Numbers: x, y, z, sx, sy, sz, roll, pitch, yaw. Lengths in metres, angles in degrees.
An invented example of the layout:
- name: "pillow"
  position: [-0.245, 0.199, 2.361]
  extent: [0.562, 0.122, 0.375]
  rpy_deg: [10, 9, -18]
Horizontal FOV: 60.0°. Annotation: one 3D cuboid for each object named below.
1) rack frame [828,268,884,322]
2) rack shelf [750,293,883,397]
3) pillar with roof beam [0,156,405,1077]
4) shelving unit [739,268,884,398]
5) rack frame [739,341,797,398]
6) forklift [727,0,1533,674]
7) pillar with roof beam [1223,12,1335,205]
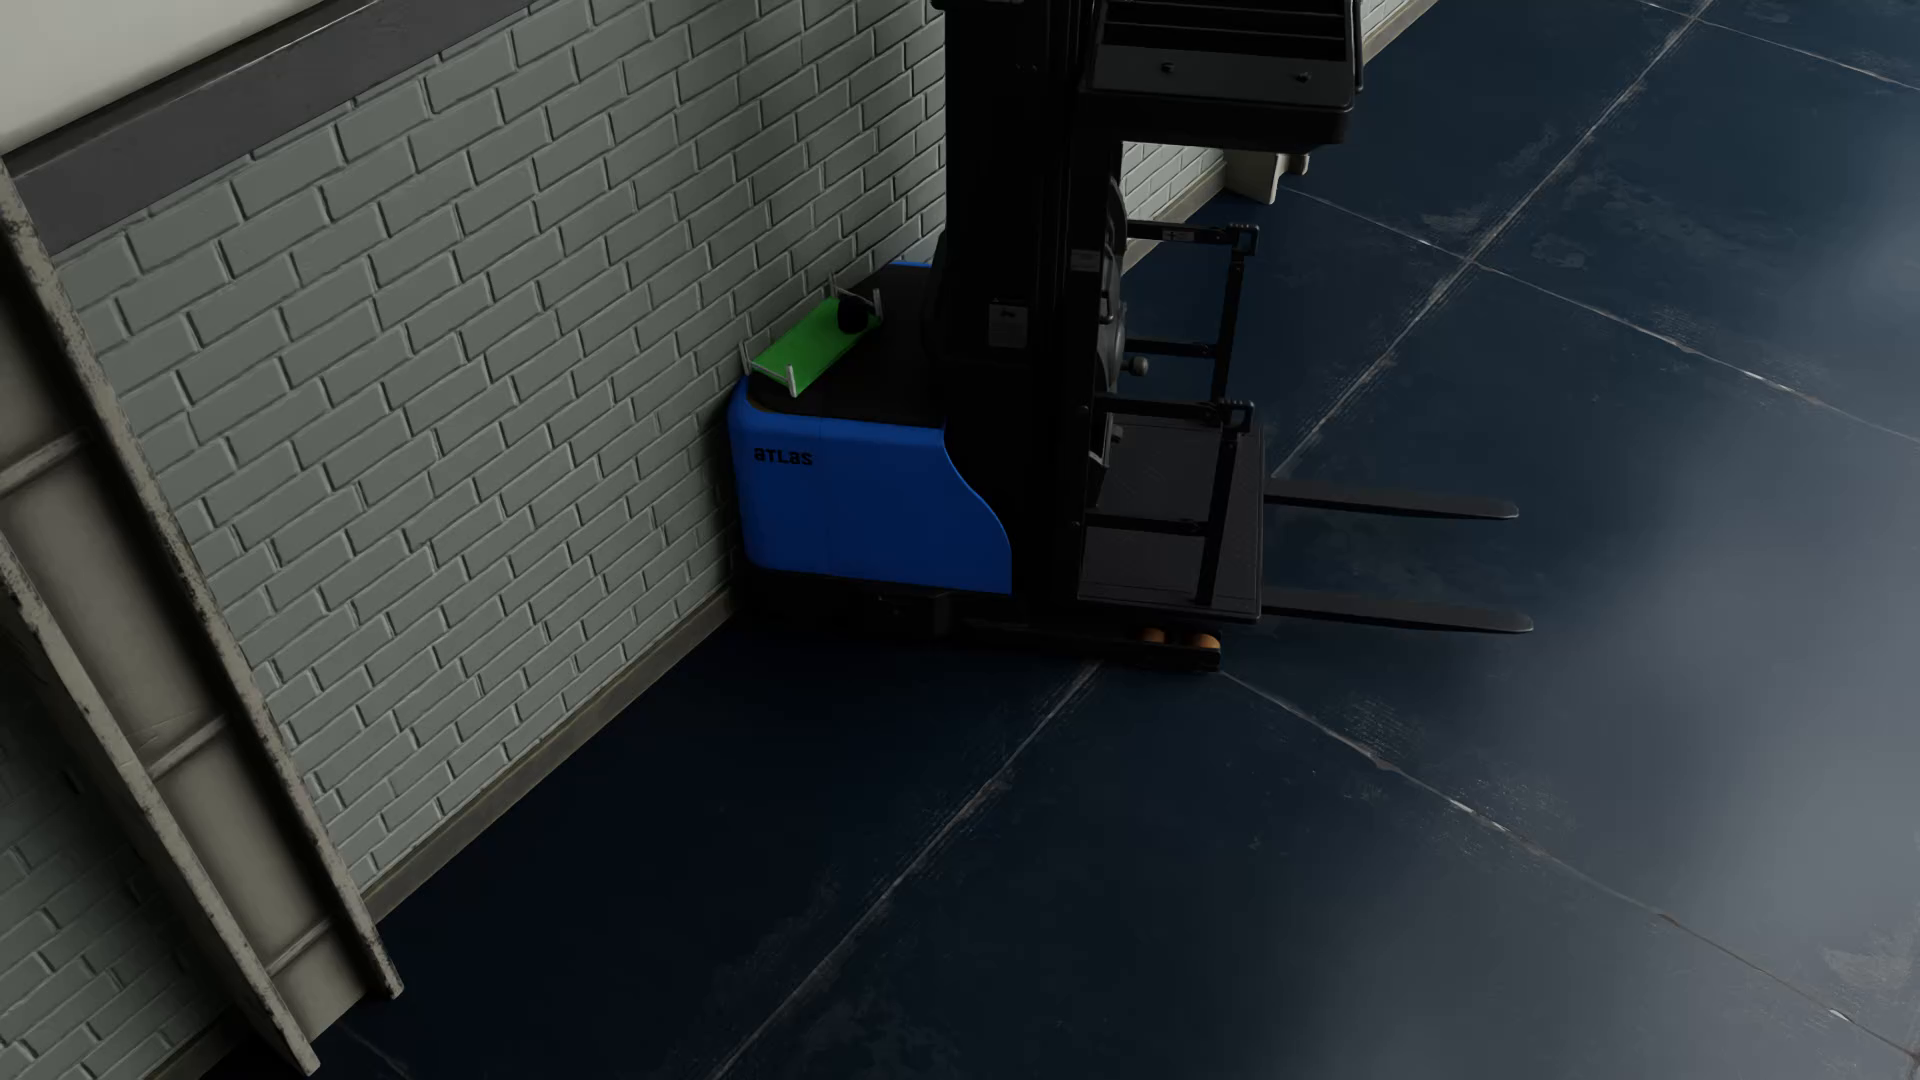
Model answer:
- name: "rack frame"
  position: [-0.352, -0.554, 6.531]
  extent: [0.240, 1.200, 0.015]
  rpy_deg: [27, 56, 26]
- name: "rack shelf"
  position: [-0.527, -0.682, 6.100]
  extent: [0.258, 0.148, 0.480]
  rpy_deg: [27, 56, 26]
- name: "pillar with roof beam"
  position: [1.331, 0.323, 0.383]
  extent: [9.100, 9.000, 0.400]
  rpy_deg: [29, 53, 25]
- name: "shelving unit"
  position: [-0.499, -0.403, 6.407]
  extent: [0.258, 1.200, 0.503]
  rpy_deg: [27, 56, 26]
- name: "rack frame"
  position: [-0.645, -0.252, 6.284]
  extent: [0.240, 1.200, 0.015]
  rpy_deg: [27, 56, 26]
- name: "forklift"
  position: [0.714, -0.910, 5.757]
  extent: [3.031, 2.935, 1.130]
  rpy_deg: [6, 47, 6]
- name: "pillar with roof beam"
  position: [5.000, -3.110, 3.663]
  extent: [9.100, 9.000, 0.400]
  rpy_deg: [29, 53, 25]
